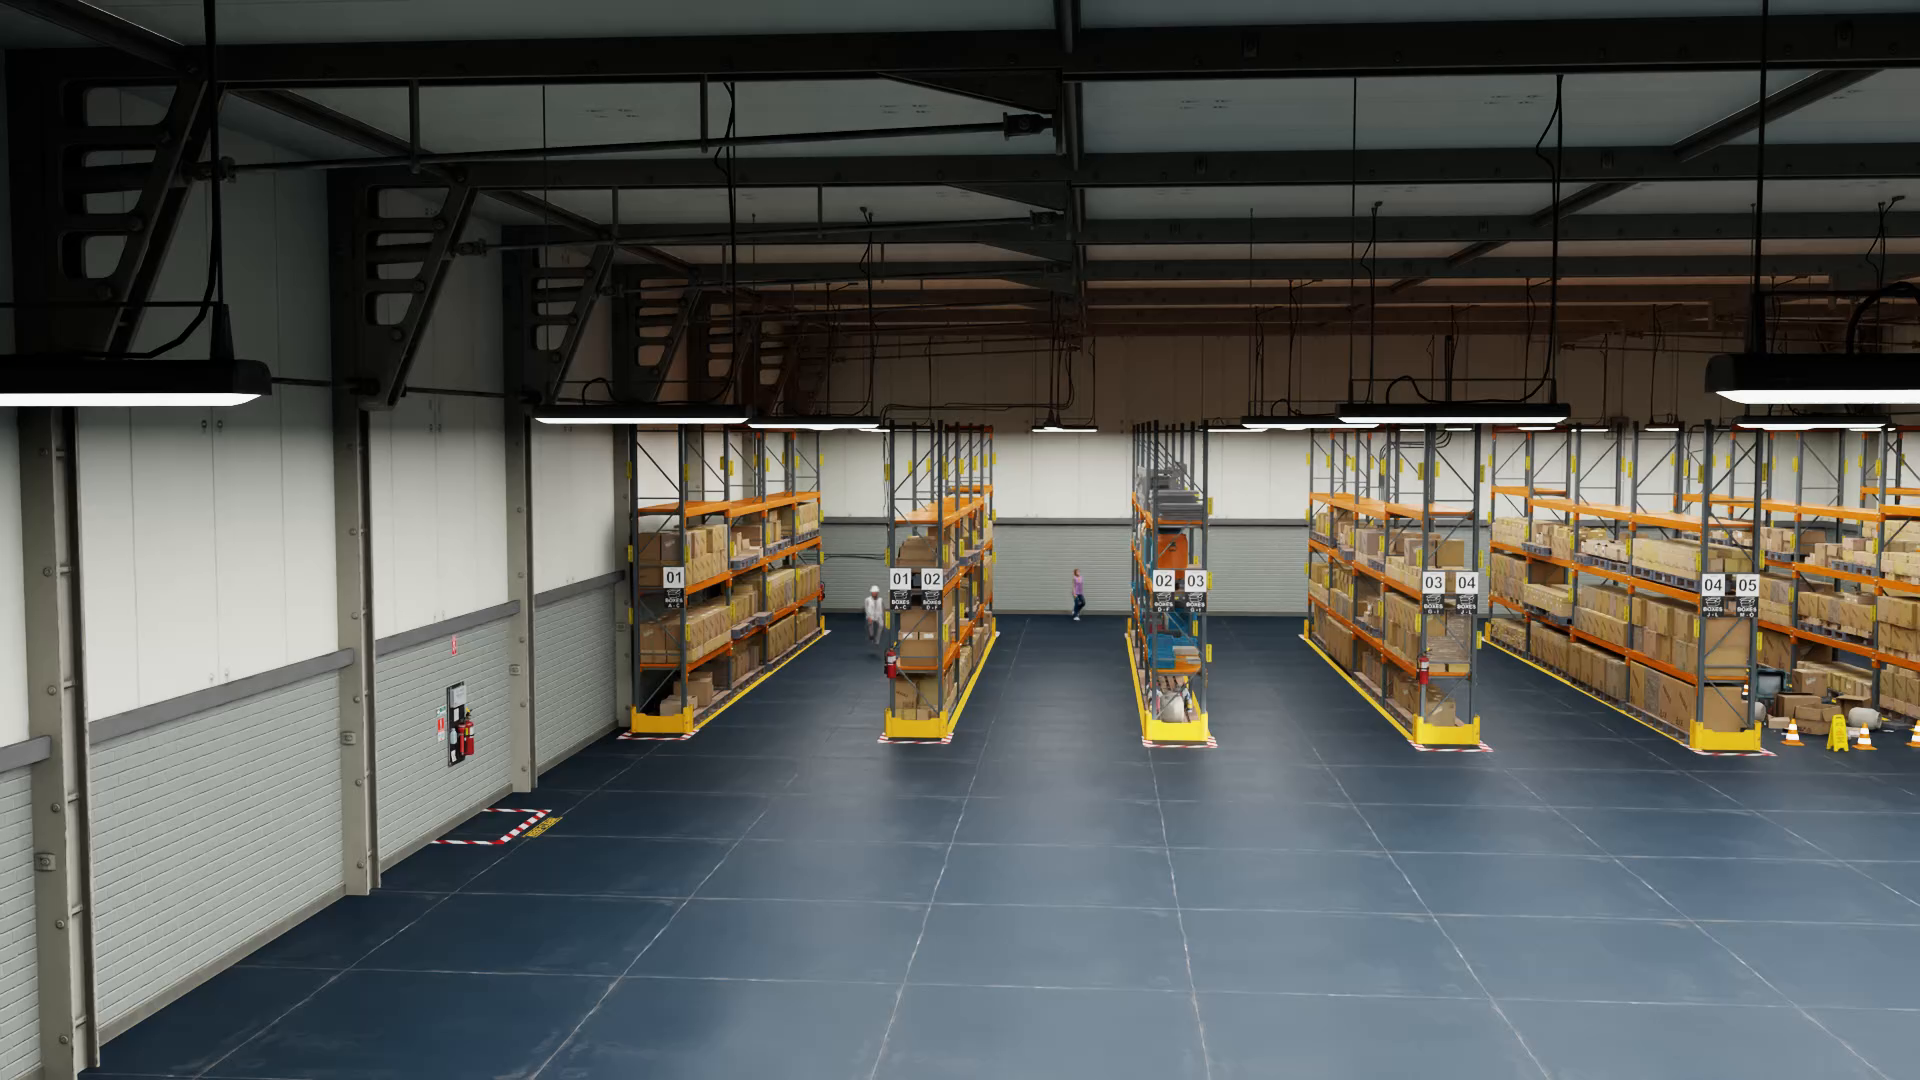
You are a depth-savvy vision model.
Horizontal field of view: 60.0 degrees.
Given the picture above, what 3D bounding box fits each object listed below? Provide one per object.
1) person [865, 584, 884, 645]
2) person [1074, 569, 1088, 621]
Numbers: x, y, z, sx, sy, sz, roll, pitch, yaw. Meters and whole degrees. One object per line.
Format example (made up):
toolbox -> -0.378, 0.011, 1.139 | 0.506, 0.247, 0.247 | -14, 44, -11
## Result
person -> -2.187, 1.946, 43.165 | 0.518, 1.608, 1.061 | -1, 4, -16
person -> 3.689, 1.698, 51.117 | 0.455, 1.632, 0.474 | -3, 5, -41
